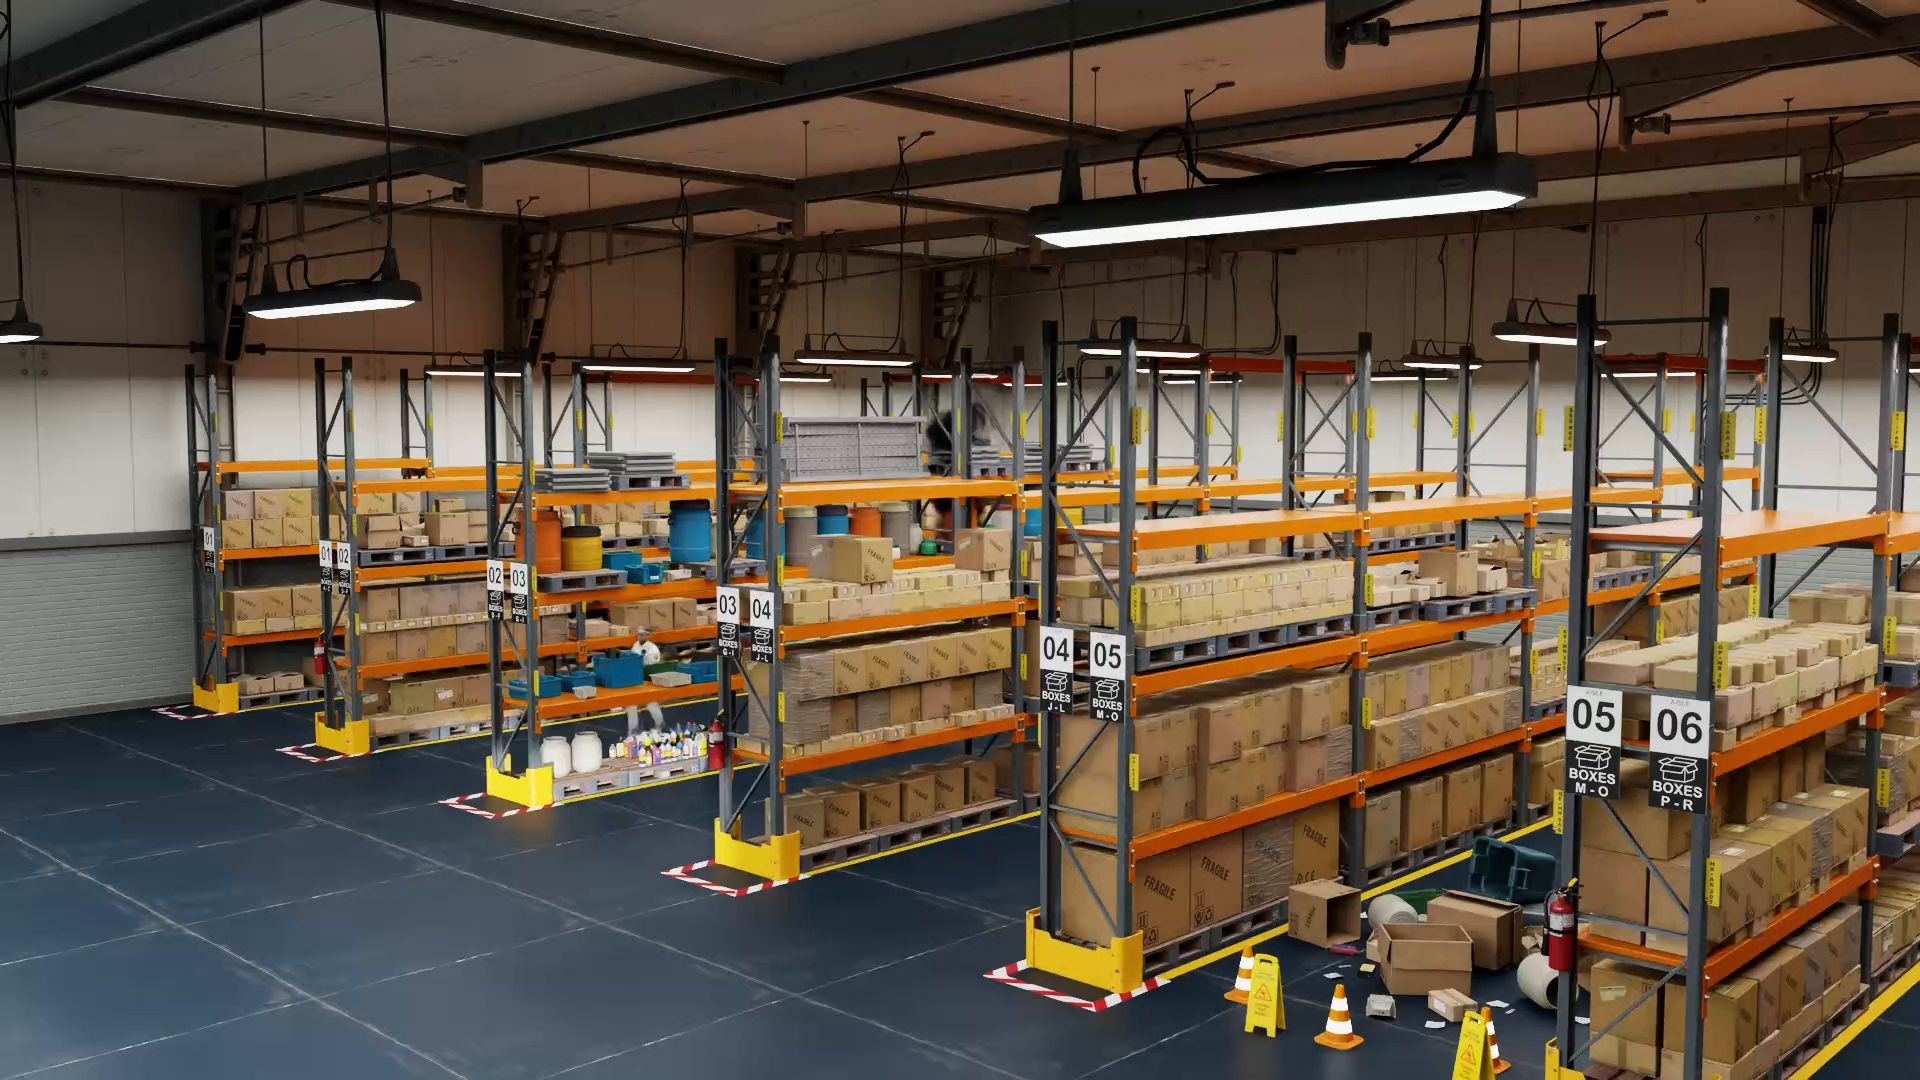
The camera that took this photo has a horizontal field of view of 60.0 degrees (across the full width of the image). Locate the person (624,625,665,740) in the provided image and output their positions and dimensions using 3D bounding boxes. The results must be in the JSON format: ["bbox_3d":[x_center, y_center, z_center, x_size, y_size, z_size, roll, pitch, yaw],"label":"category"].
[{"bbox_3d":[-5.016,2.267,26.442,0.642,1.854,0.800,2,5,28],"label":"person"}]
